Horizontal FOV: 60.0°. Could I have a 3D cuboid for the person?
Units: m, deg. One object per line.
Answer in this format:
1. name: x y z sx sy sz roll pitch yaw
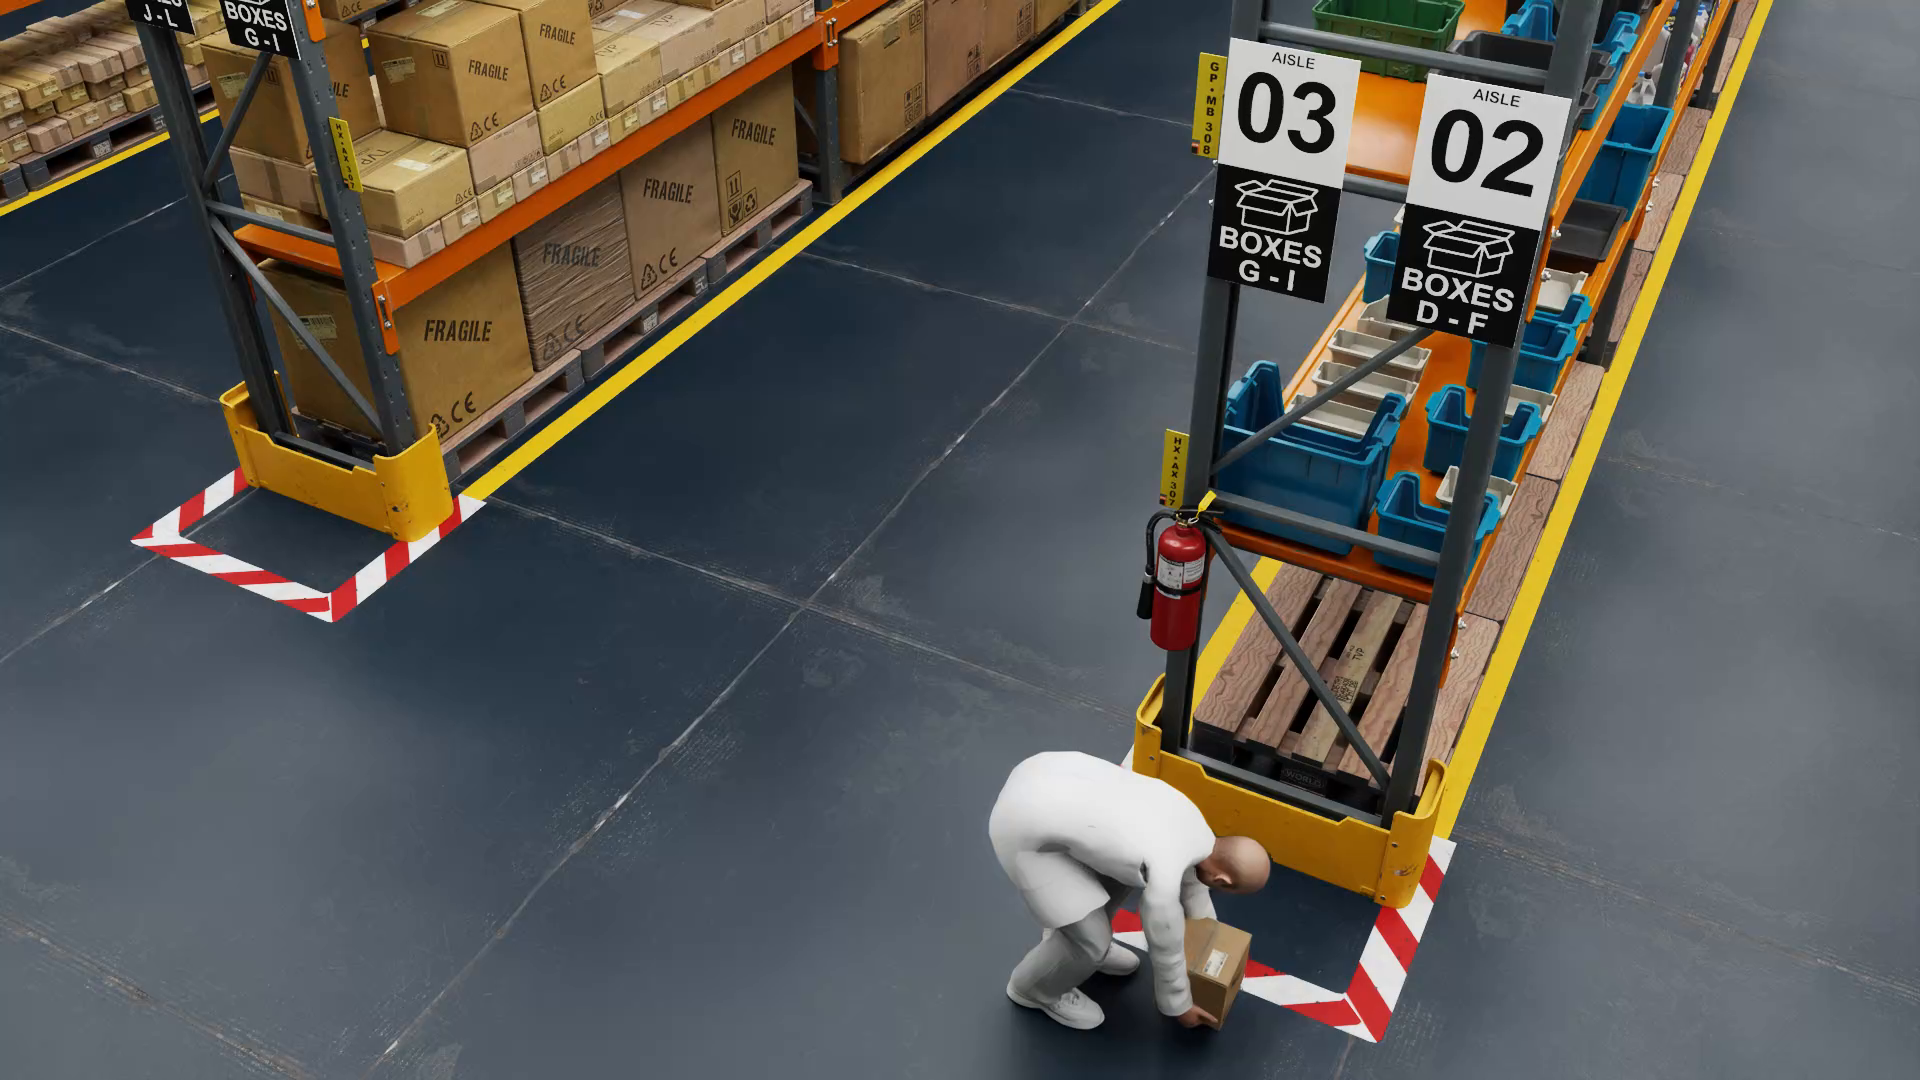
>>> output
1. person: 0.564 1.233 5.737 0.946 1.066 0.576 12 39 15
